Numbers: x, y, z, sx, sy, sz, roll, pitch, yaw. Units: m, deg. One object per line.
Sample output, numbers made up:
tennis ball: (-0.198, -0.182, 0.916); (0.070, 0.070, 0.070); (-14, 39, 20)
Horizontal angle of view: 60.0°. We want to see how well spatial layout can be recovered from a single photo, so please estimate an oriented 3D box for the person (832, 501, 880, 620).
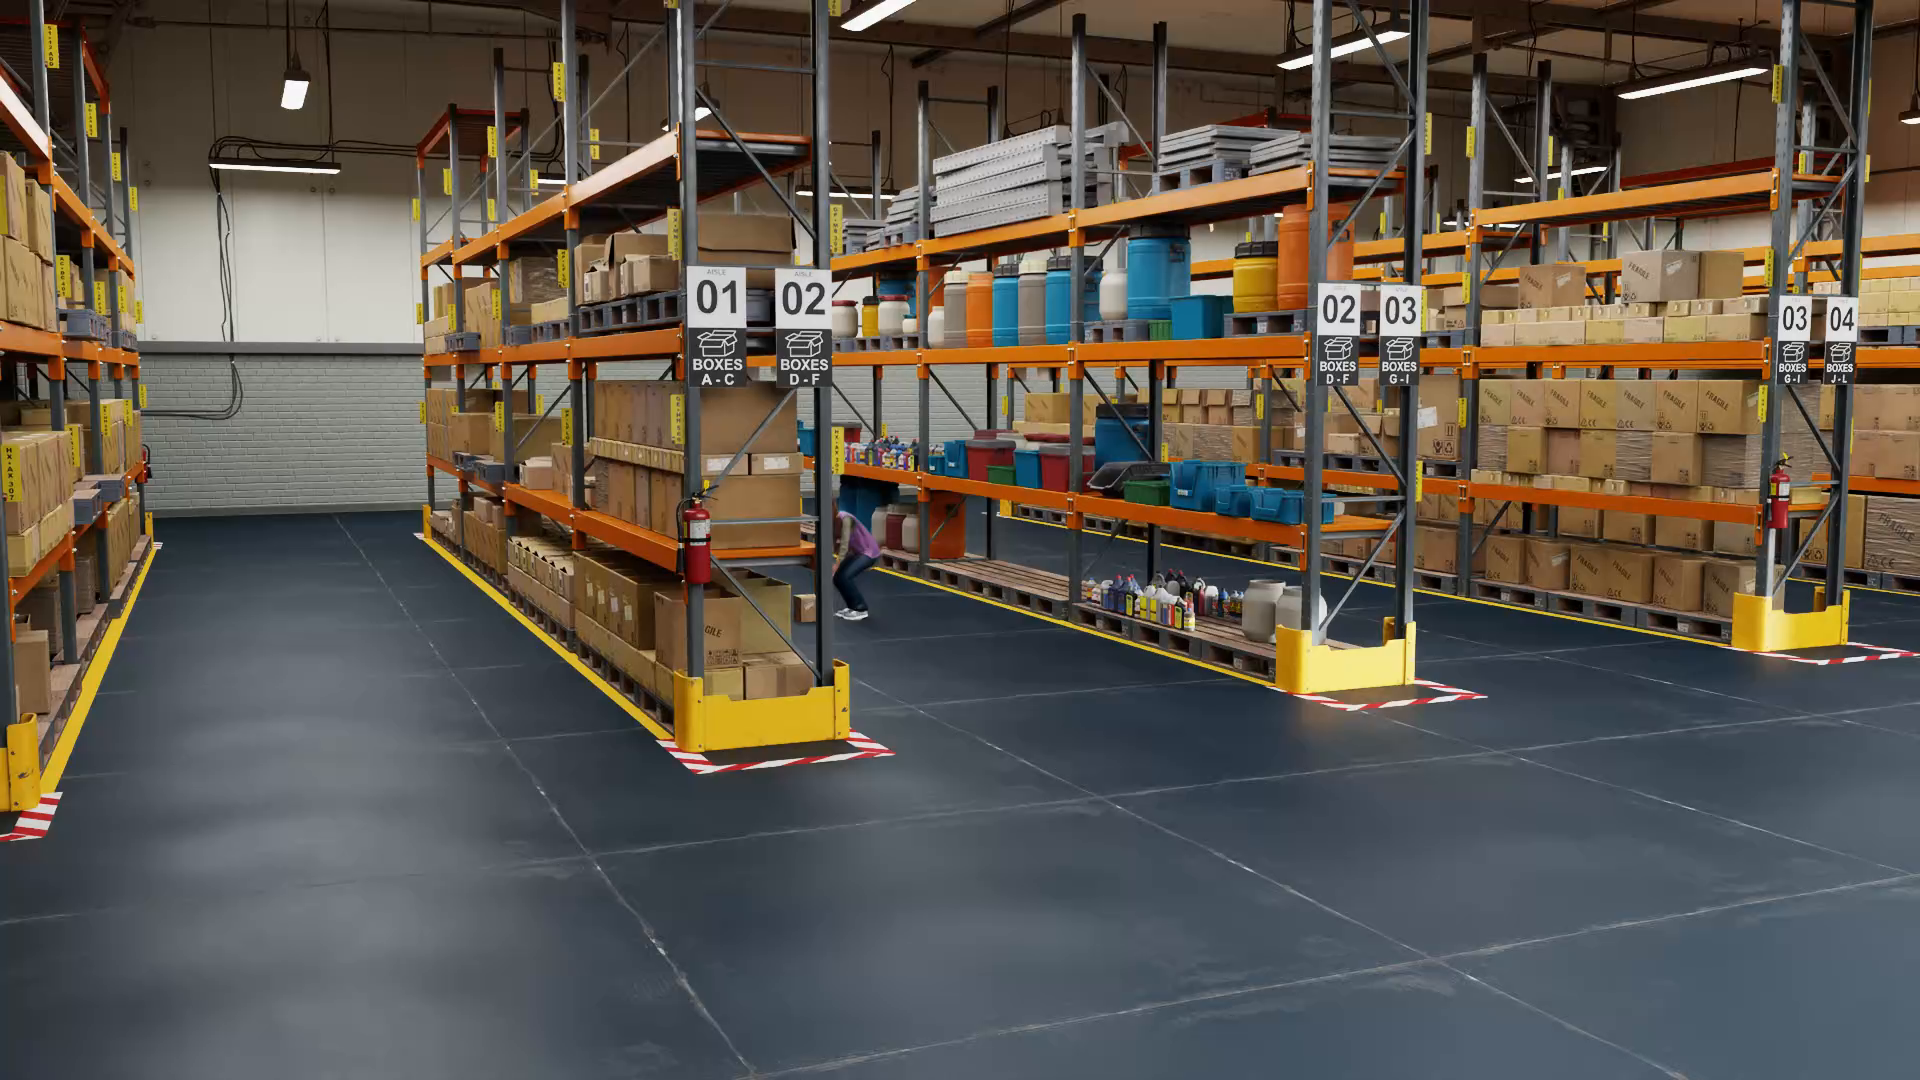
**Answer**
person: (-1.147, 0.200, 17.093); (0.688, 1.227, 0.462); (-2, 6, -24)
